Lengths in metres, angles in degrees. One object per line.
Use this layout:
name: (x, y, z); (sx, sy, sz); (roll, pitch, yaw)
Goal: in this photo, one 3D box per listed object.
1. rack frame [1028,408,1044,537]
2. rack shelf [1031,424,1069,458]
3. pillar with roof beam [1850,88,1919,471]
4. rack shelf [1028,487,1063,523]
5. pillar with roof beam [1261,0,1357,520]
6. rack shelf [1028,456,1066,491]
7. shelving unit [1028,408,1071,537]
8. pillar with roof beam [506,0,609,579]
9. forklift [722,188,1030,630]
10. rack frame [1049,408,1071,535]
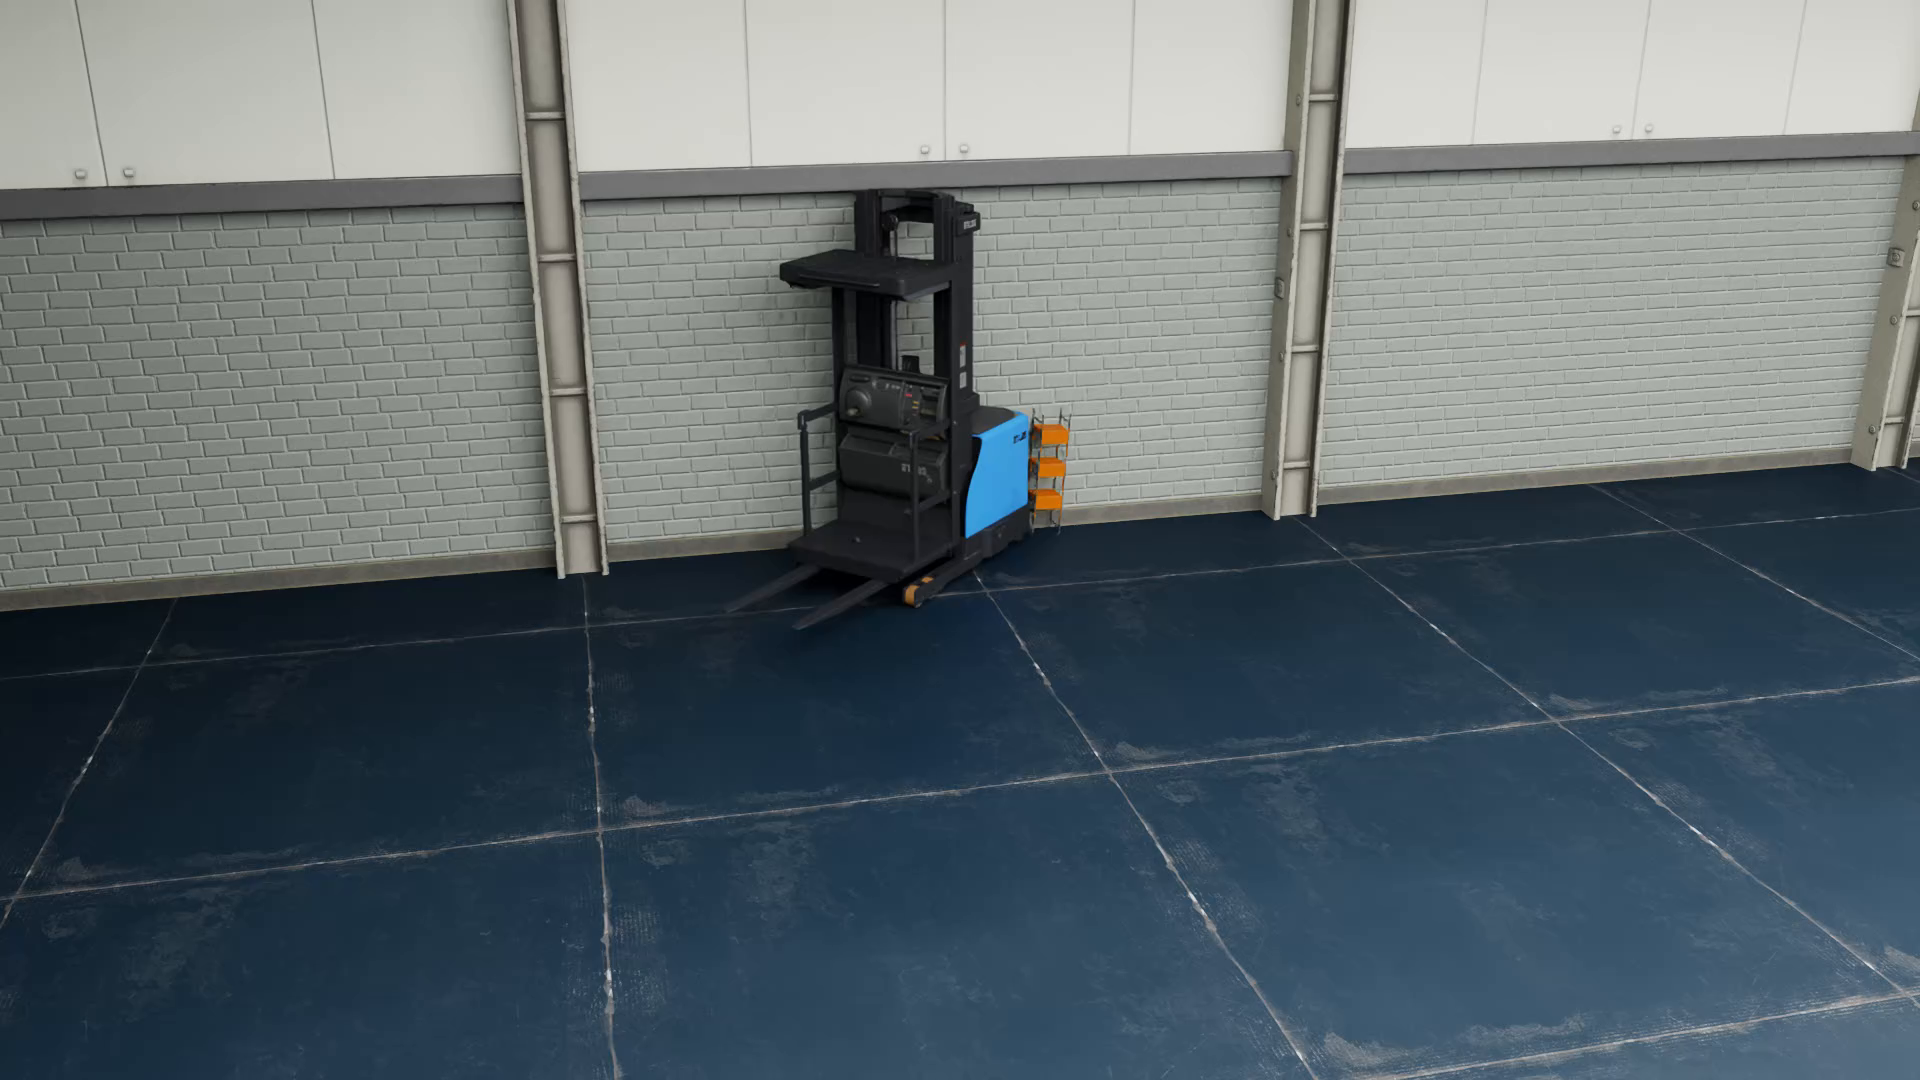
rack frame: (0.605, -0.556, 13.752); (0.008, 1.050, 0.200); (-3, 20, -21)
rack shelf: (0.739, -0.820, 13.709); (0.240, 0.259, 0.215); (-3, 20, -21)
pillar with roof beam: (9.683, -3.499, 10.283); (0.400, 9.000, 9.100); (-5, 21, -12)
rack shelf: (0.698, -0.289, 13.888); (0.240, 0.259, 0.215); (-3, 20, -21)
pillar with roof beam: (3.844, -3.024, 8.987); (0.400, 9.000, 9.100); (-5, 21, -12)
rack shelf: (0.718, -0.552, 13.799); (0.240, 0.259, 0.215); (-3, 20, -21)
shelving unit: (0.719, -0.562, 13.796); (0.252, 1.050, 0.215); (-3, 20, -21)
pillar with roof beam: (-1.995, -2.549, 7.690); (0.400, 9.000, 9.100); (-5, 21, -12)
forklift: (-0.619, -1.056, 12.435); (1.130, 2.935, 3.031); (12, 23, 29)
rack frame: (0.832, -0.568, 13.840); (0.008, 1.050, 0.200); (-3, 20, -21)
